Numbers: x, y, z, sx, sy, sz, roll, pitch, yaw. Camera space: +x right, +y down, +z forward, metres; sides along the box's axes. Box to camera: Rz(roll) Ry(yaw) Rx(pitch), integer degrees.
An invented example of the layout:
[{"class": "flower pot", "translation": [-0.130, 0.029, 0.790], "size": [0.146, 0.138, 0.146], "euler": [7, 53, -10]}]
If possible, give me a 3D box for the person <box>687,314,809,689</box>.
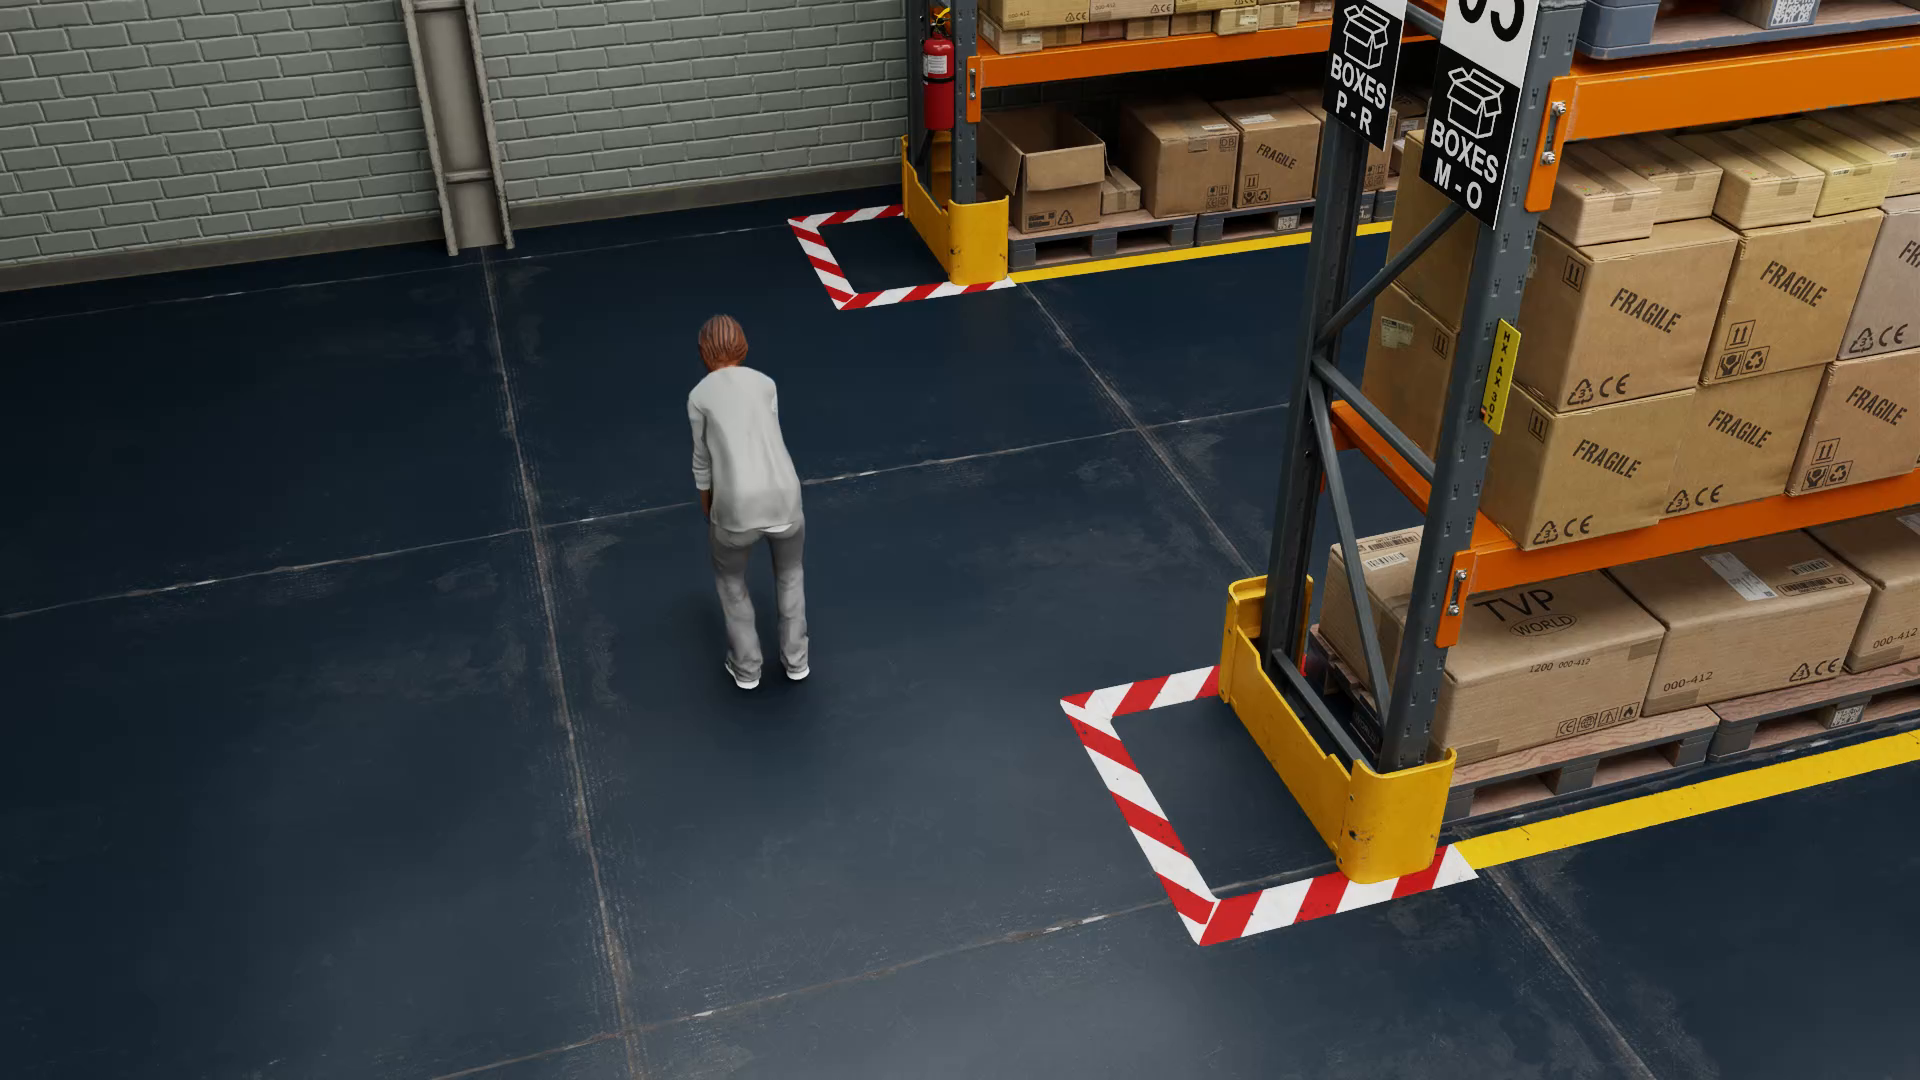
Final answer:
[{"class": "person", "translation": [-0.829, -0.132, 6.503], "size": [0.375, 1.424, 0.691], "euler": [-11, 36, -15]}]
